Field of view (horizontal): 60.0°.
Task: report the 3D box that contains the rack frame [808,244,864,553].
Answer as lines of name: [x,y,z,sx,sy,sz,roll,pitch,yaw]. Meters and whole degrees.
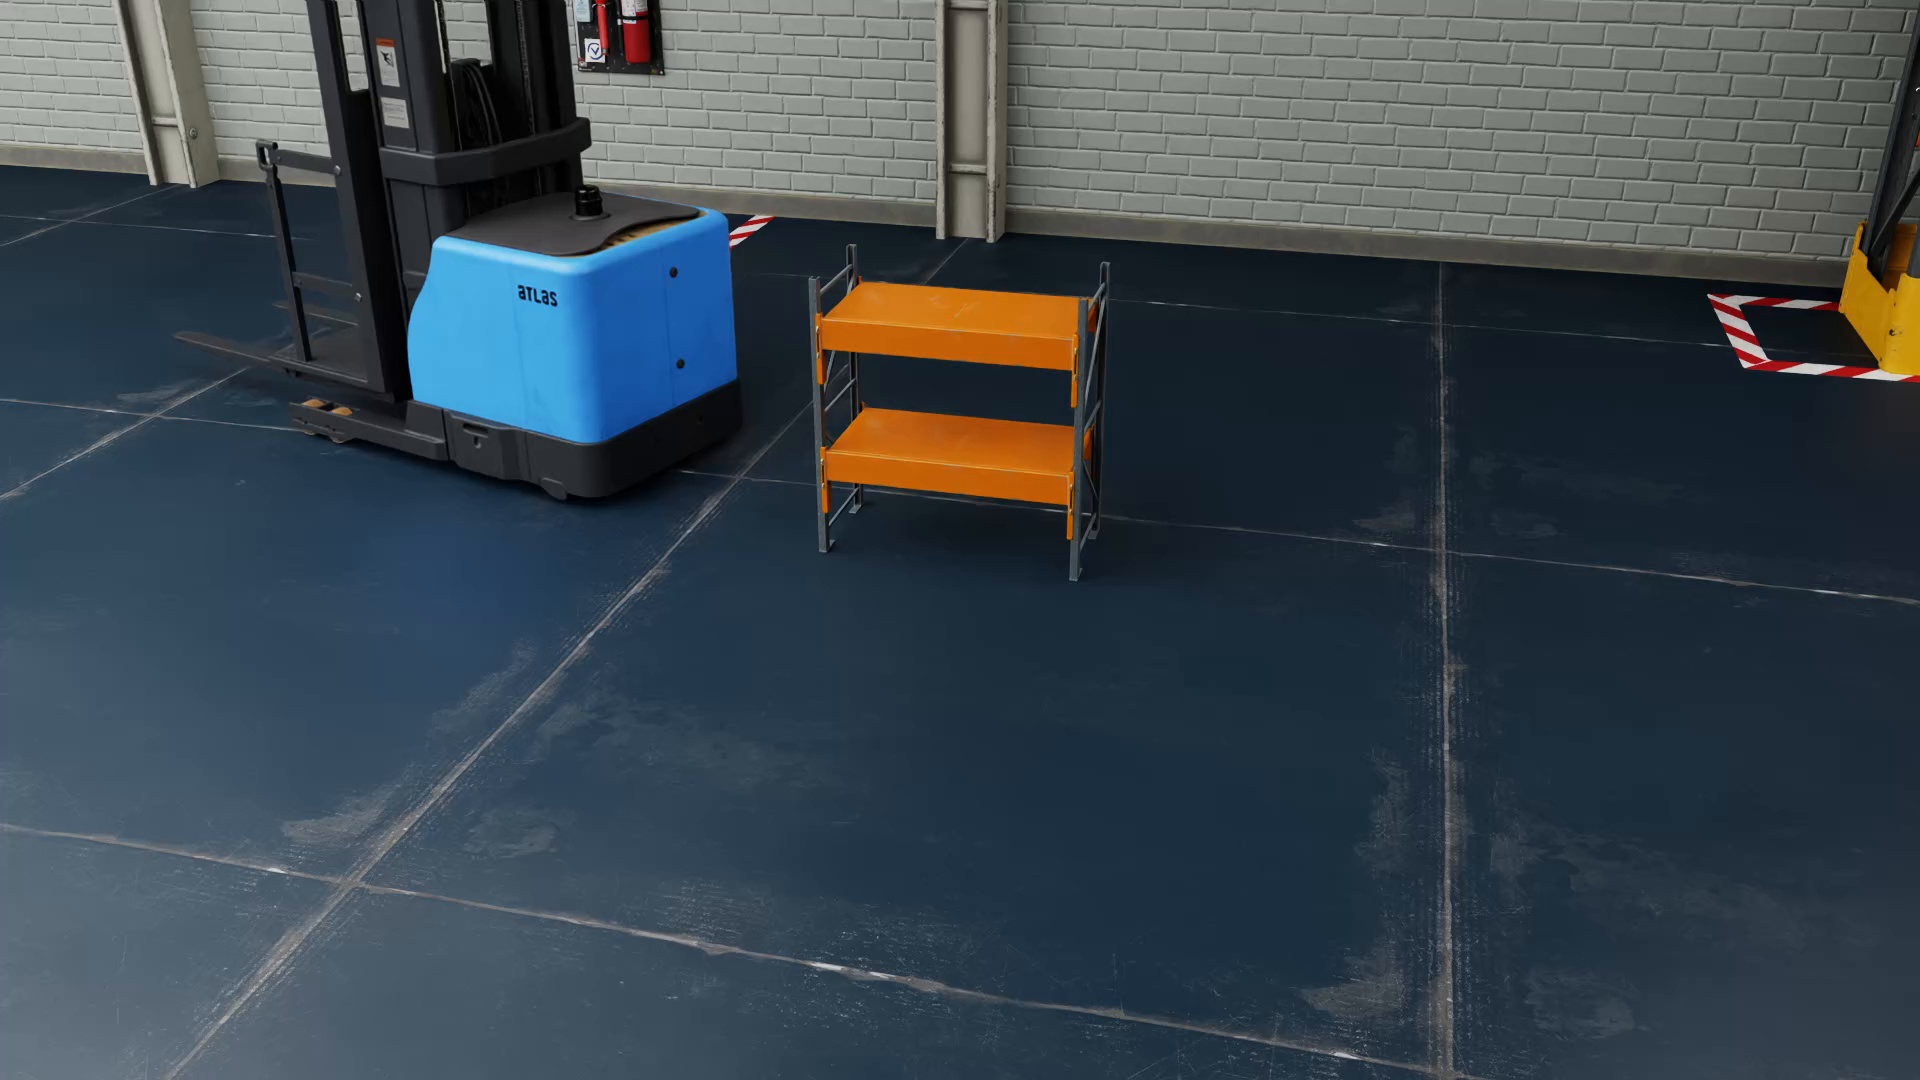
rack frame: [-0.486,-0.562,6.621,0.032,1.125,0.500,6,26,13]

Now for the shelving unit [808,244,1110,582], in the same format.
shelving unit: [0.007,-0.507,6.507,1.048,1.125,0.538,6,26,13]

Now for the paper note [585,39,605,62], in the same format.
paper note: [-2.465,-3.303,11.223,0.142,0.148,0.016,6,26,13]

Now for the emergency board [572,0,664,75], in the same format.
emergency board: [-2.311,-3.653,10.933,0.643,1.169,0.194,6,26,13]

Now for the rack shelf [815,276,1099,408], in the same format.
rack shelf: [0.007,-0.771,6.381,1.000,0.278,0.538,6,26,13]

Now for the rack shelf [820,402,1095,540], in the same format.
rack shelf: [0.007,-0.286,6.612,1.000,0.278,0.538,6,26,13]

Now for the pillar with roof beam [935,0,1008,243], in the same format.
pillar with roof beam: [-0.999,-4.289,5.290,0.400,9.000,9.100,6,26,13]

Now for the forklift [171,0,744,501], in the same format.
forklift: [-2.528,-1.947,7.429,3.031,2.935,1.130,15,29,28]

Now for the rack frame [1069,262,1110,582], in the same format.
rack frame: [0.499,-0.453,6.392,0.032,1.125,0.500,6,26,13]

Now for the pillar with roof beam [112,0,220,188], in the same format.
pillar with roof beam: [-6.810,-4.931,6.639,0.400,9.000,9.100,6,26,13]

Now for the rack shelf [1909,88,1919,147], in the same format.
rack shelf: [6.928,-1.906,8.101,4.000,0.370,1.077,6,26,13]

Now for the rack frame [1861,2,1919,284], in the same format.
rack frame: [4.991,-2.445,8.396,0.127,3.000,1.000,6,26,13]

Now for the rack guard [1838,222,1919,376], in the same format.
rack guard: [5.064,-1.308,8.916,0.348,0.500,1.175,6,26,13]
